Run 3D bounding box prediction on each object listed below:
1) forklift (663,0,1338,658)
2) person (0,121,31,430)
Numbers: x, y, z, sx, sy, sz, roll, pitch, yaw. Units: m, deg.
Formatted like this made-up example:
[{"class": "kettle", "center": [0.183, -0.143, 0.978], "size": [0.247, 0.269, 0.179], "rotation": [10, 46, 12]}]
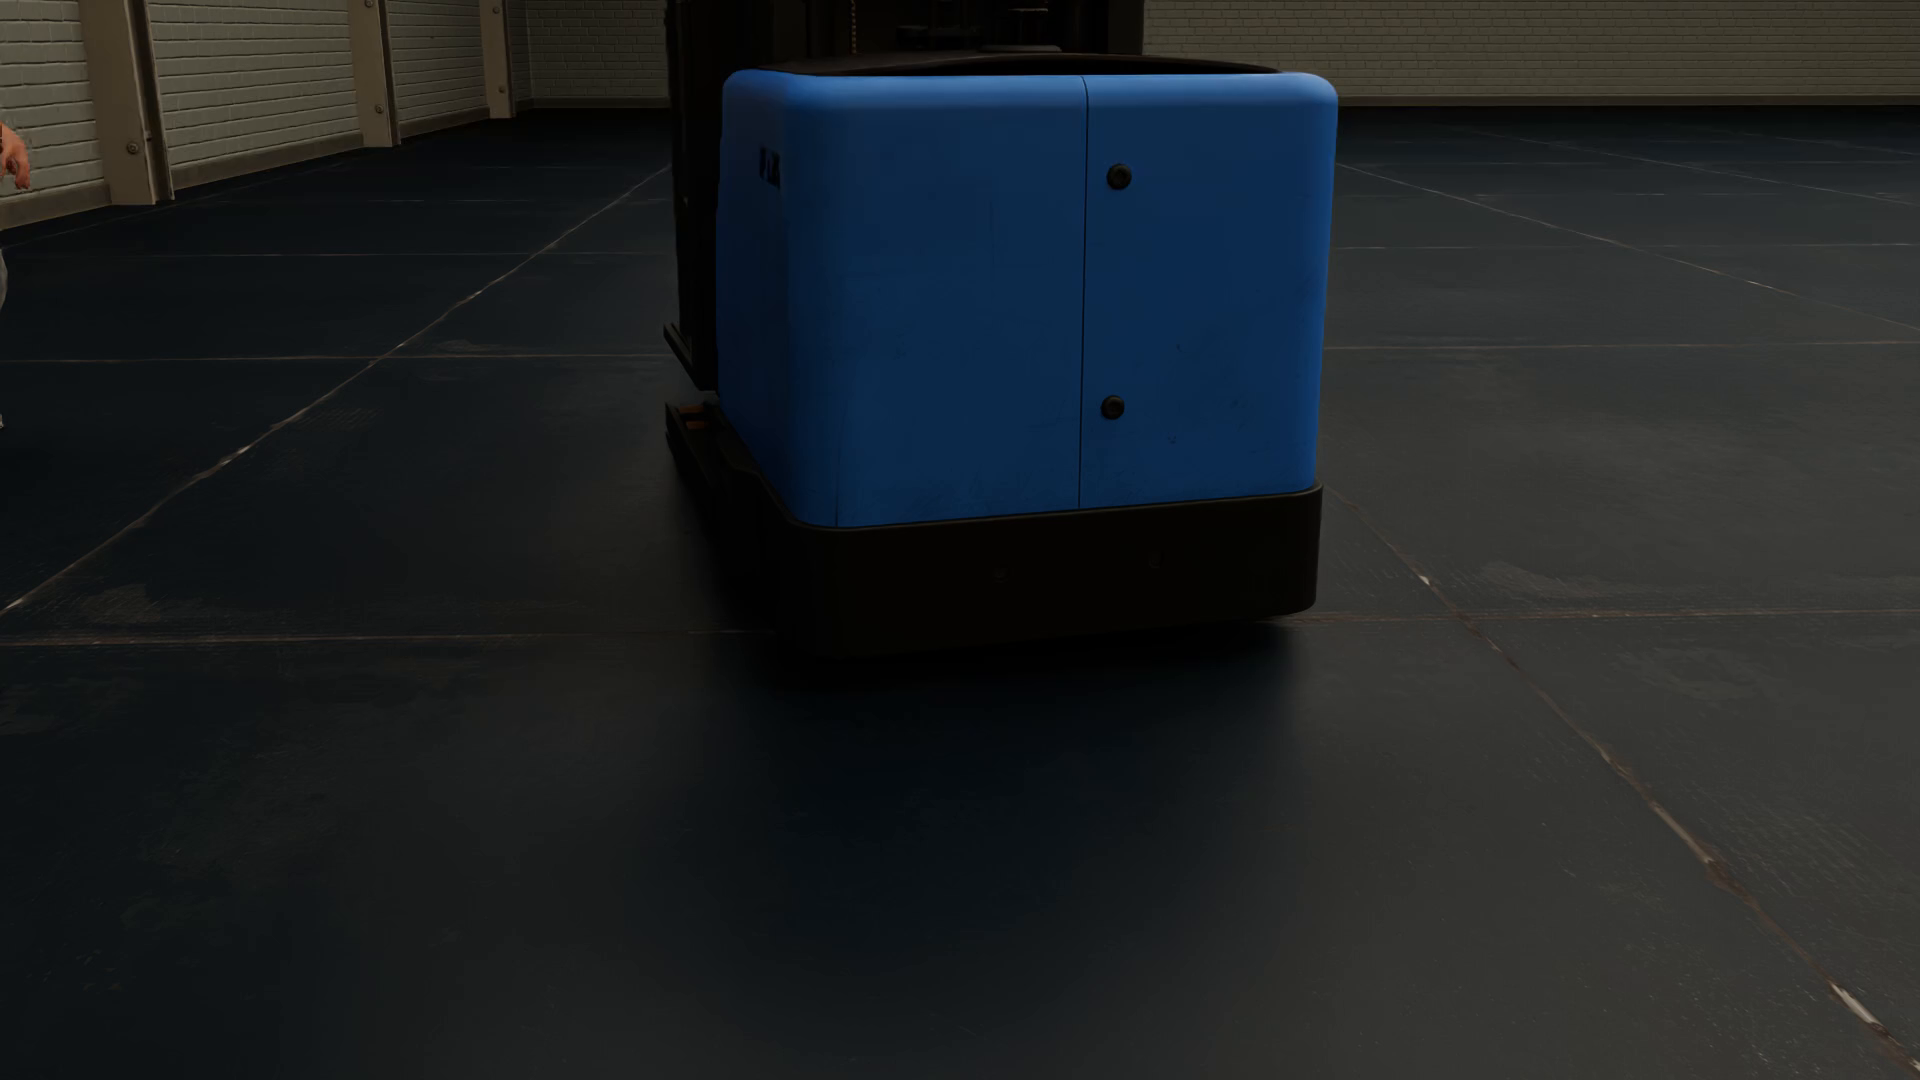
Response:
[{"class": "forklift", "center": [-0.190, -1.581, 4.076], "size": [1.130, 2.935, 3.031], "rotation": [-5, 18, -15]}, {"class": "person", "center": [-2.774, -1.016, 4.509], "size": [0.784, 1.621, 0.809], "rotation": [-1, 17, -3]}]
